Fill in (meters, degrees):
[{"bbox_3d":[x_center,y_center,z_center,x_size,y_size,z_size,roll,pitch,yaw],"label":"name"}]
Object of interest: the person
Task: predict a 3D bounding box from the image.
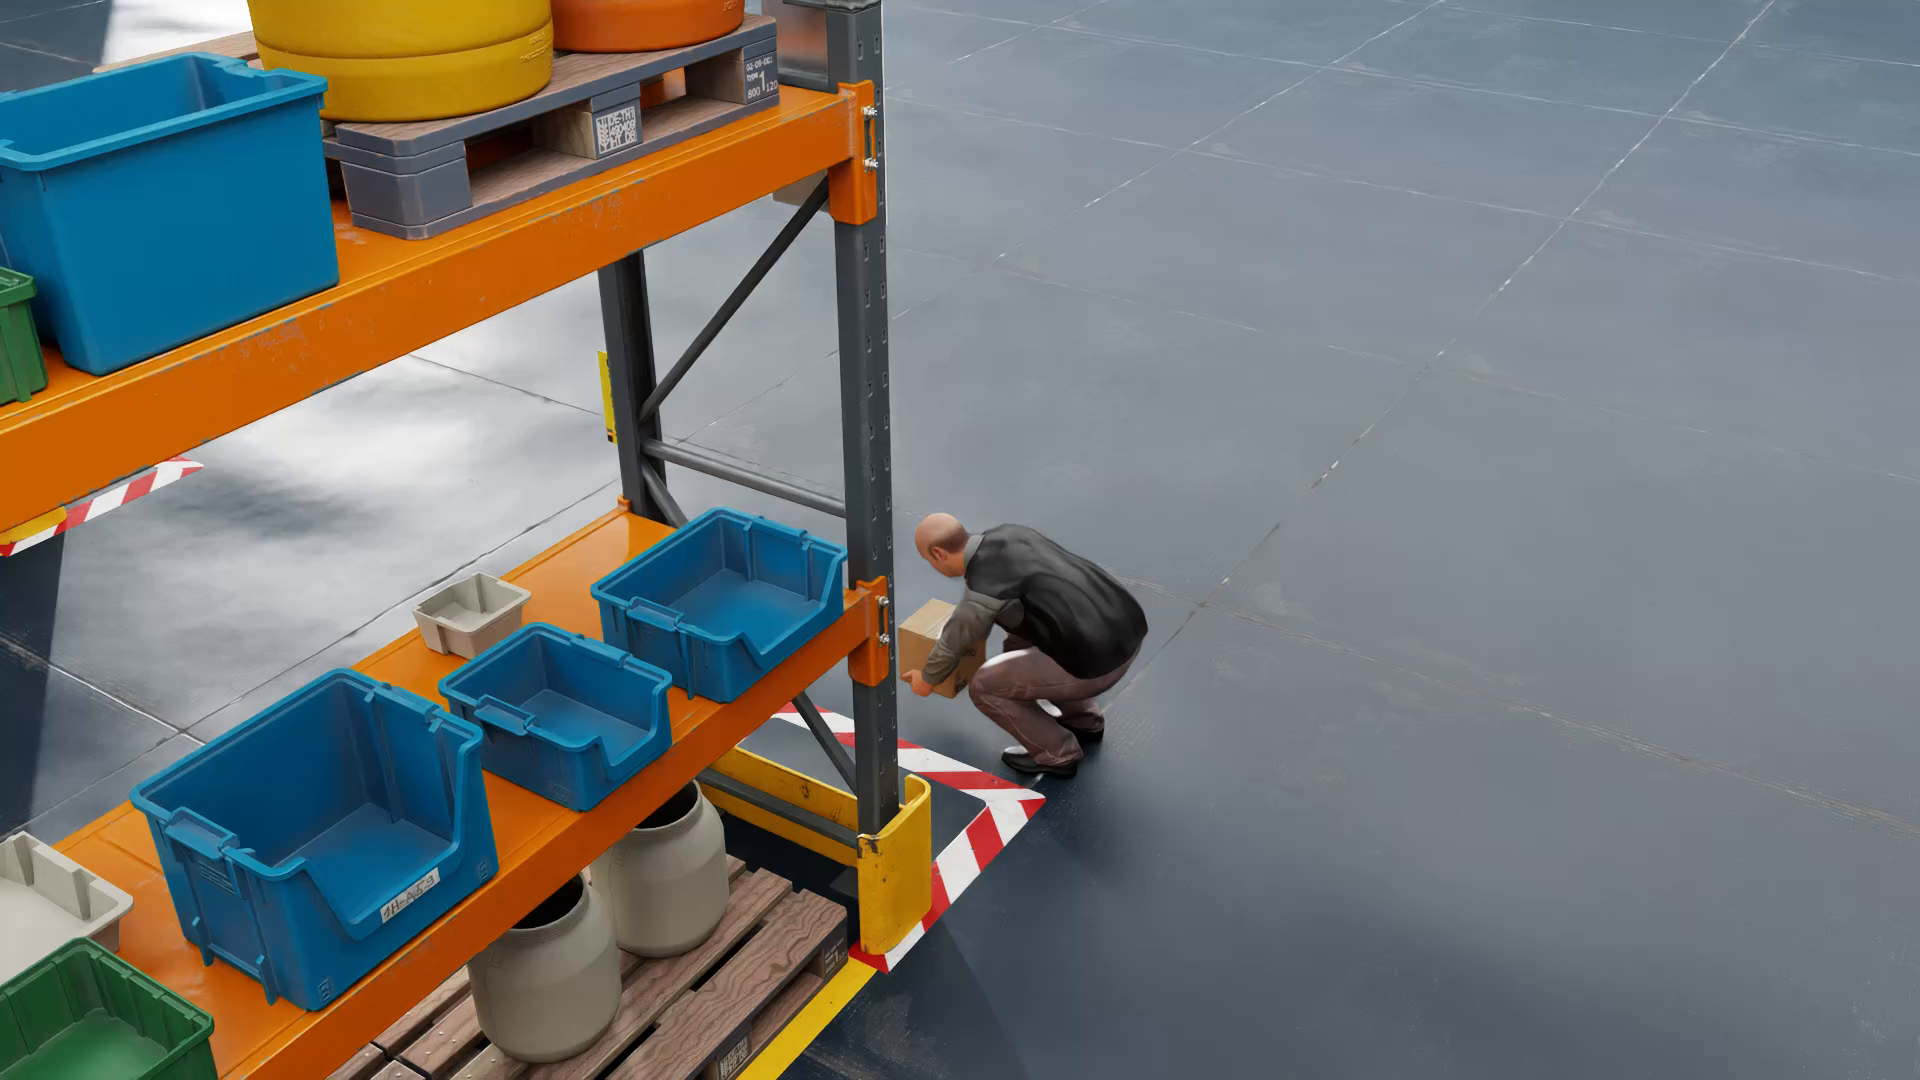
[{"bbox_3d":[0.234,0.372,6.285,0.916,0.959,0.506,13,33,20],"label":"person"}]
